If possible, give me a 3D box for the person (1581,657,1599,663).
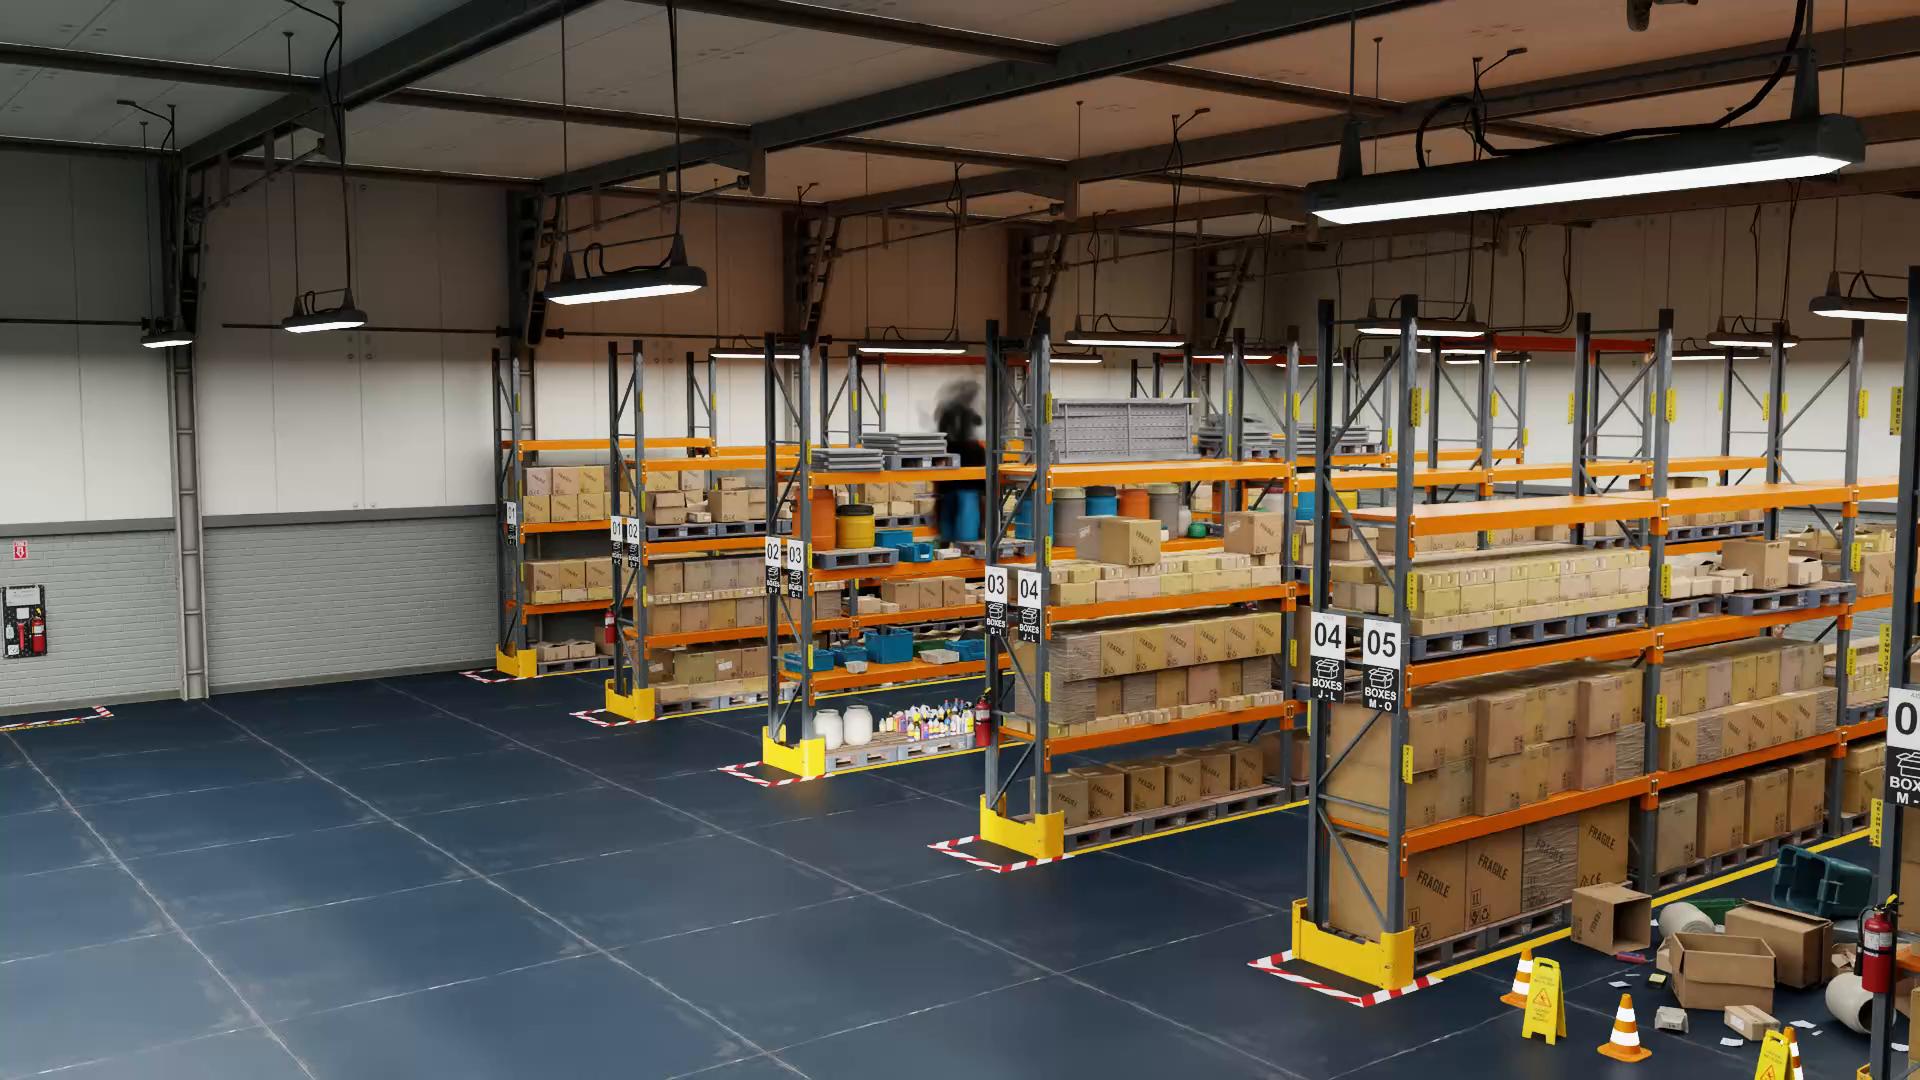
[{"bbox_3d":[8.415,2.373,22.414,0.566,1.646,0.561,-5,7,-43],"label":"person"}]

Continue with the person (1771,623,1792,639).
[{"bbox_3d":[12.649,2.066,25.716,0.709,1.713,0.604,-3,6,-35],"label":"person"}]
